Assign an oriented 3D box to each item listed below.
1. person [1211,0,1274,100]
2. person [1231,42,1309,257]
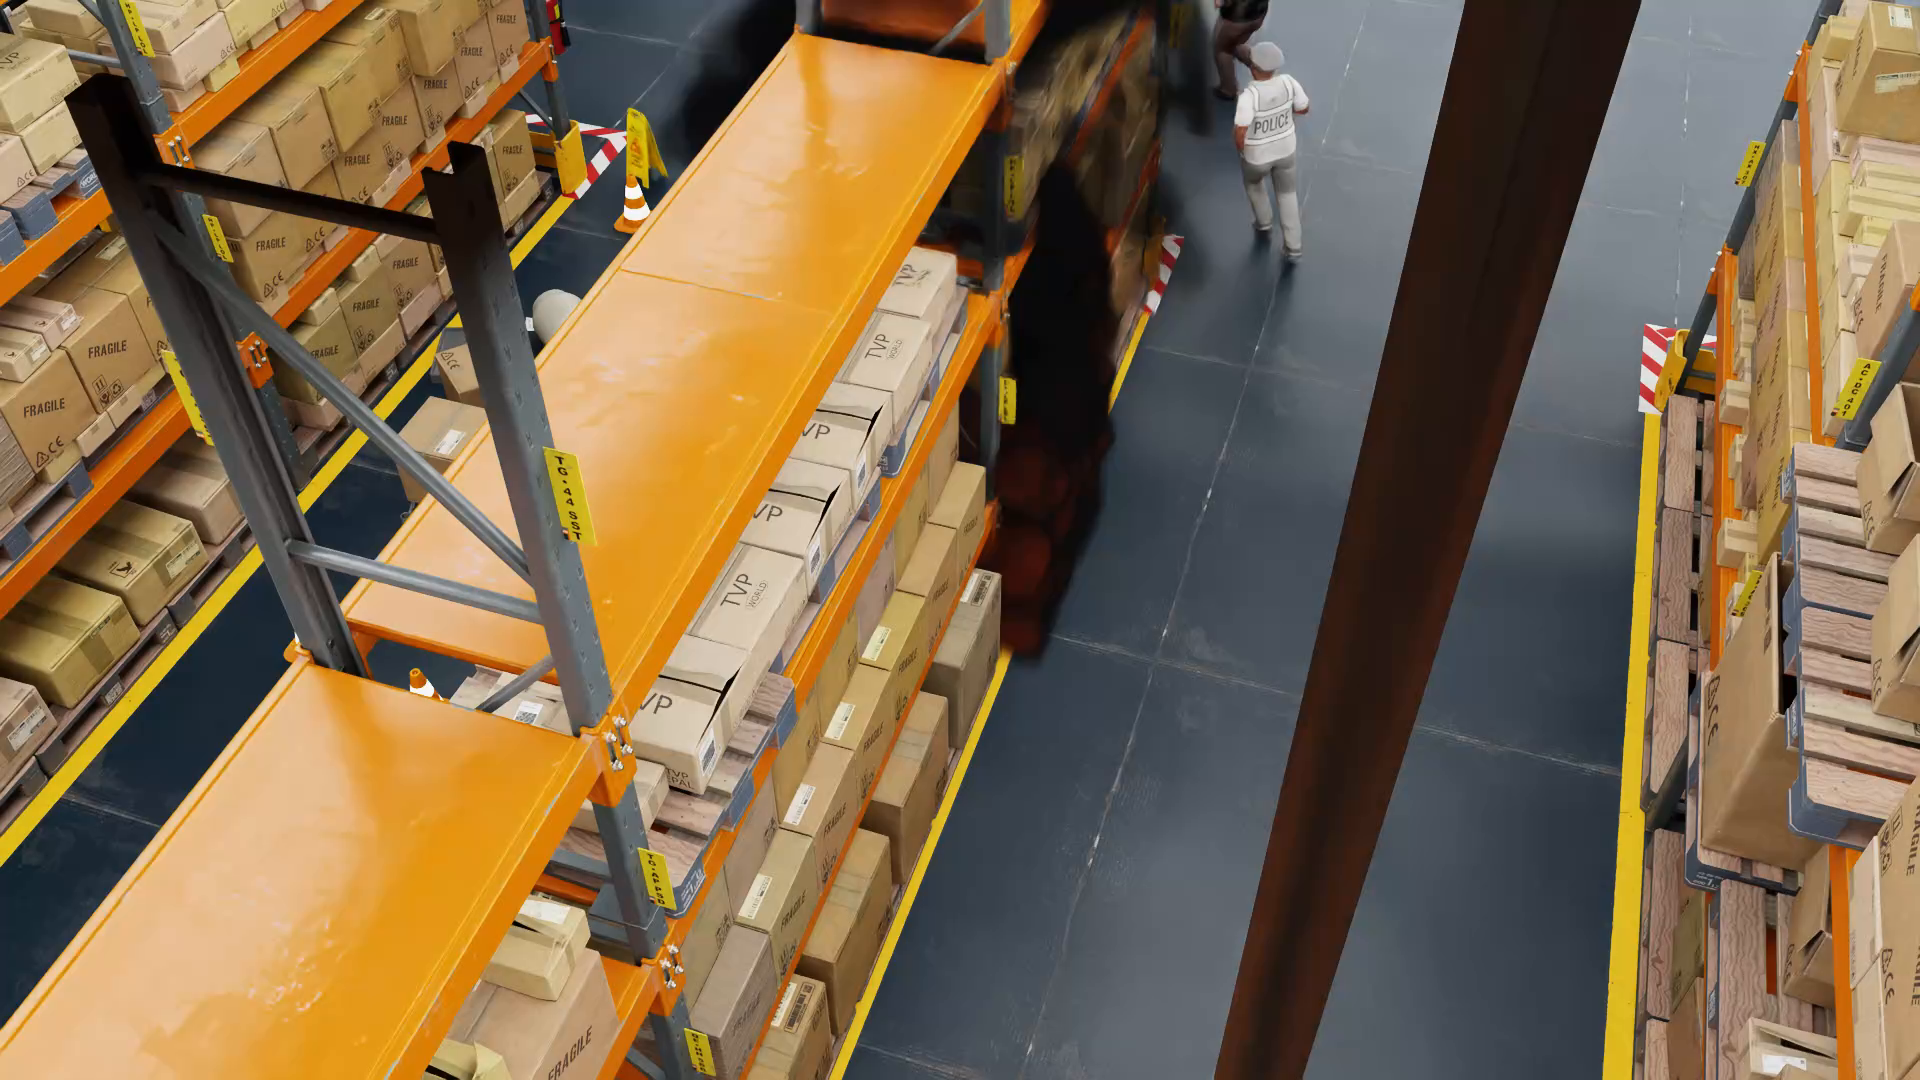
[{"bbox_3d":[2.480,-4.523,14.404,0.668,1.694,0.627,-26,51,-23],"label":"person"},{"bbox_3d":[2.338,-2.970,12.830,0.679,1.808,0.797,-6,46,-6],"label":"person"}]
